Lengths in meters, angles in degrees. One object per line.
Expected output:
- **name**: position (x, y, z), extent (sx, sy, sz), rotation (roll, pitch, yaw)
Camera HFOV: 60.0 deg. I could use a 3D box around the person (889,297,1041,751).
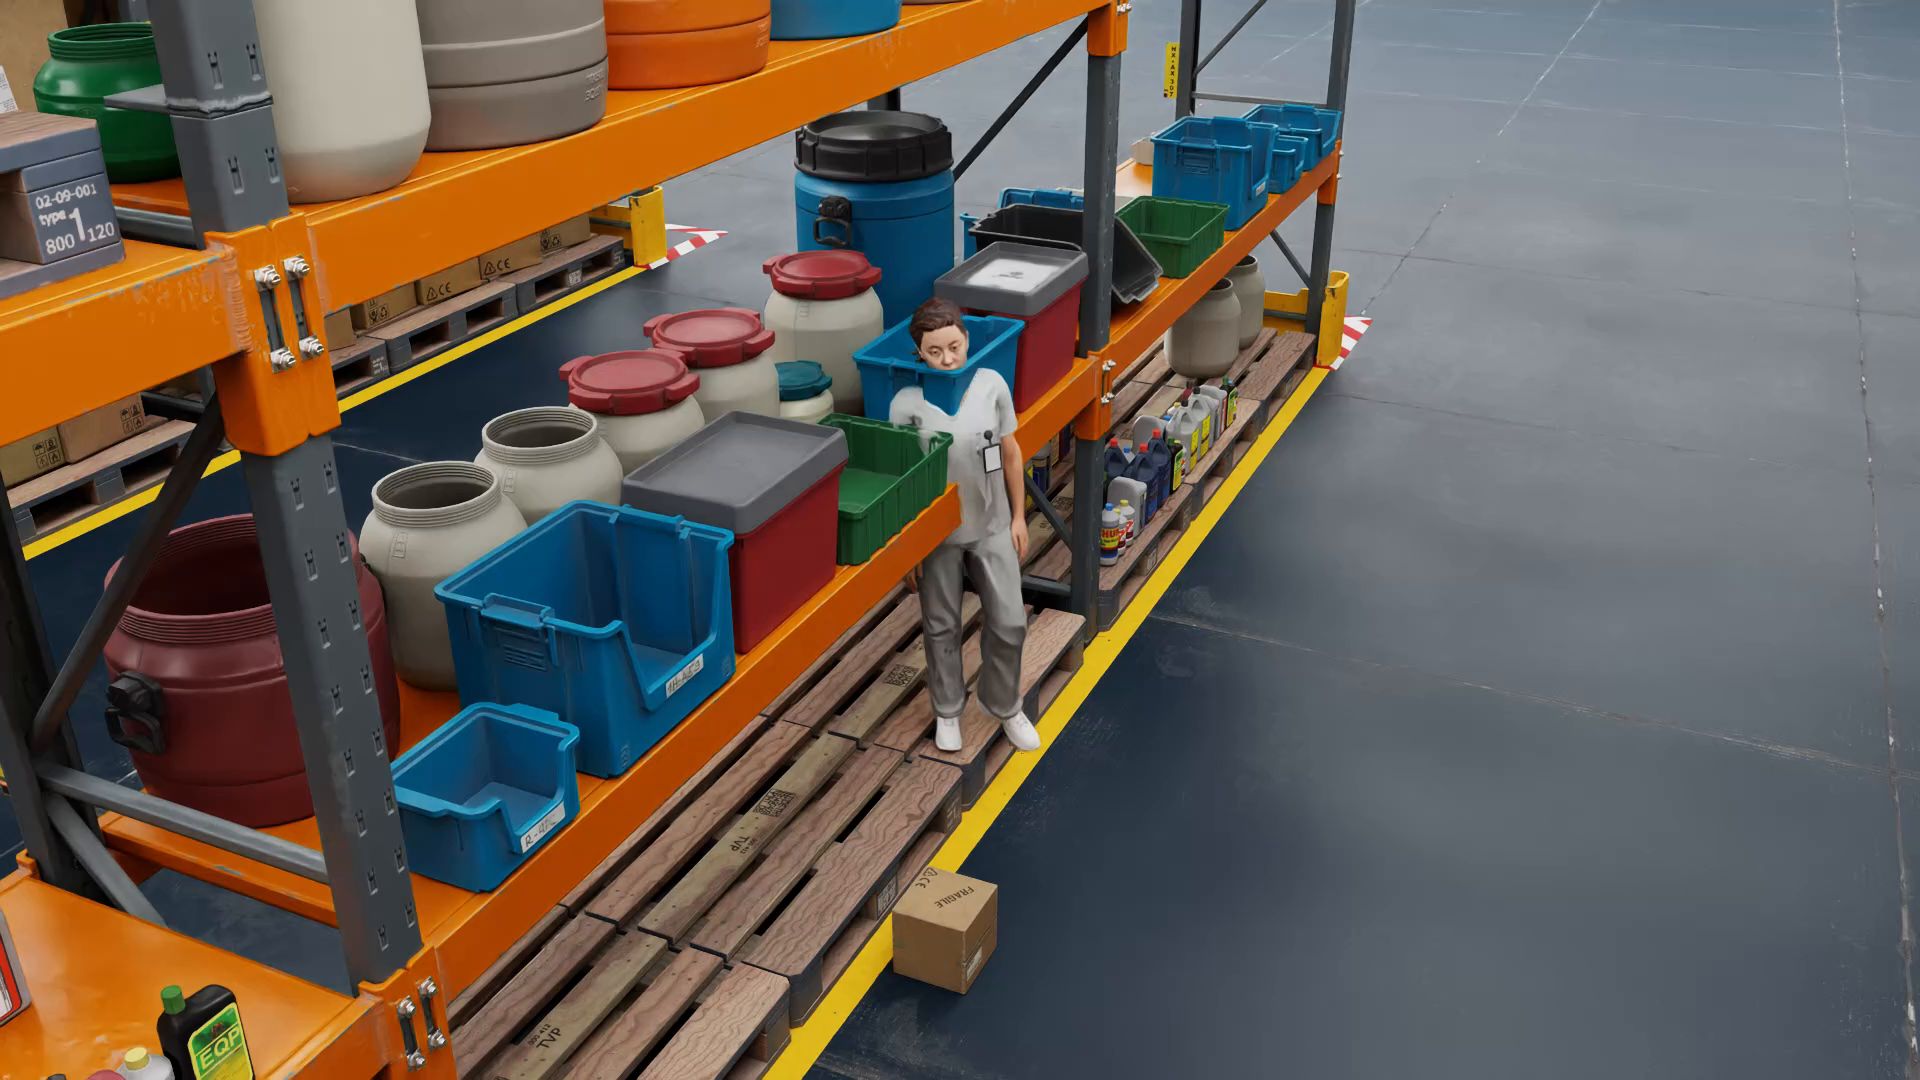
- **person**: position (0.015, -0.018, 5.705), extent (0.540, 1.708, 0.357), rotation (-7, 27, -13)
